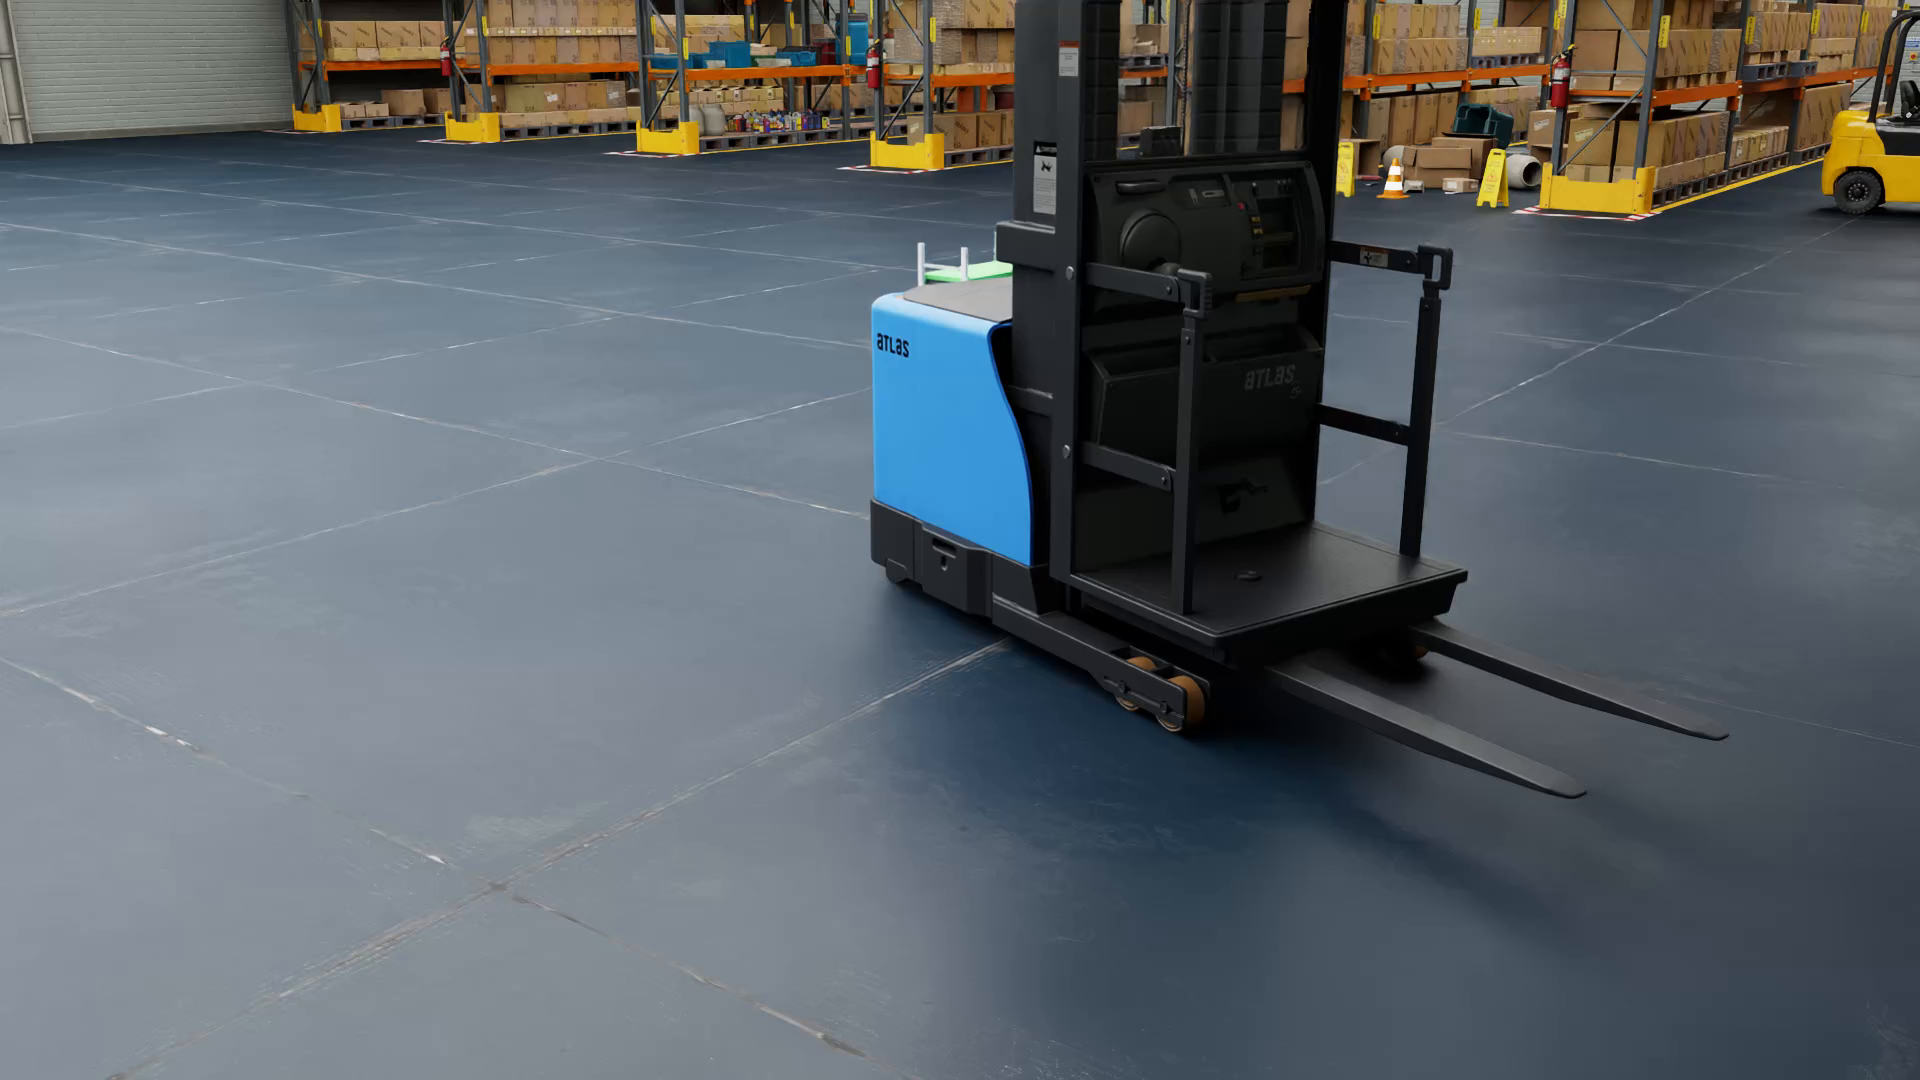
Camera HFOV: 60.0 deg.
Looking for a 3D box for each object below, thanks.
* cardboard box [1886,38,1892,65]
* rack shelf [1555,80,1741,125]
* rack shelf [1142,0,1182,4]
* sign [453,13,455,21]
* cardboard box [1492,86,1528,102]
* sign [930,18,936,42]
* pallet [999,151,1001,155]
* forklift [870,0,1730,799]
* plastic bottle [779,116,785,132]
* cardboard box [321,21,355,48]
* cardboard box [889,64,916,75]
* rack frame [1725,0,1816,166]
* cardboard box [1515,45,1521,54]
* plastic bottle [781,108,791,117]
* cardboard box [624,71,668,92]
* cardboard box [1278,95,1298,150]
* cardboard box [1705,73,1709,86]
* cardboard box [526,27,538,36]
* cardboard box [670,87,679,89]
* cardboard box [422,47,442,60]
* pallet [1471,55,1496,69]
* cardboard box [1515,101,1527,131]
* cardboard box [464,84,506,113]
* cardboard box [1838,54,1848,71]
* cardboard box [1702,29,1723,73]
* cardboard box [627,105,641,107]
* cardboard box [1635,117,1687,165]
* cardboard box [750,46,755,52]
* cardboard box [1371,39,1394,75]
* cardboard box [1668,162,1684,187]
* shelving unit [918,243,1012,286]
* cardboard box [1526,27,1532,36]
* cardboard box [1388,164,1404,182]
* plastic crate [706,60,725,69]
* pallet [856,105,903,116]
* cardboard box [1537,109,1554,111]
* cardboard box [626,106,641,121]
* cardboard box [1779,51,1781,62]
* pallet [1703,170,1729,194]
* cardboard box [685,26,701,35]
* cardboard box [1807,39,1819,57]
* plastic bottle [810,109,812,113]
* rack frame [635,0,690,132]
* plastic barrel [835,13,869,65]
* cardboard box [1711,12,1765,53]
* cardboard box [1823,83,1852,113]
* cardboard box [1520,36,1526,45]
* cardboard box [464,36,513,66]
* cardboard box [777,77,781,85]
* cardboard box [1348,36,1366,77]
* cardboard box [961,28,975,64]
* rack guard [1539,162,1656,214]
[{"bbox_3d":[16.284,-8.734,29.694,0.500,0.500,0.500,12,21,34],"label":"cardboard box"},{"bbox_3d":[8.329,-5.287,19.975,1.077,0.370,4.000,12,21,35],"label":"rack shelf"},{"bbox_3d":[3.542,-12.204,37.191,1.077,0.370,4.000,12,21,35],"label":"rack shelf"},{"bbox_3d":[-10.820,-11.134,35.638,0.100,0.325,0.005,12,21,35],"label":"sign"},{"bbox_3d":[9.694,-7.886,29.373,0.500,0.250,0.500,14,22,37],"label":"cardboard box"},{"bbox_3d":[-0.386,-7.223,23.536,0.100,0.325,0.005,12,21,35],"label":"sign"},{"bbox_3d":[1.190,-6.360,26.920,1.003,0.211,1.213,12,21,35],"label":"pallet"},{"bbox_3d":[0.907,-0.989,5.037,1.130,2.935,3.031,-11,21,-33],"label":"forklift"},{"bbox_3d":[-3.084,-7.218,28.839,0.097,0.271,0.097,0,17,0],"label":"plastic bottle"},{"bbox_3d":[-12.230,-9.888,32.532,0.500,0.500,0.500,12,21,35],"label":"cardboard box"},{"bbox_3d":[-0.818,-6.890,24.347,0.380,0.149,0.250,12,21,35],"label":"cardboard box"},{"bbox_3d":[11.904,-7.060,24.470,1.000,3.000,0.127,12,21,35],"label":"rack frame"},{"bbox_3d":[9.559,-8.566,29.037,0.380,0.149,0.250,11,21,32],"label":"cardboard box"},{"bbox_3d":[-3.115,-7.534,29.722,0.144,0.351,0.185,12,21,35],"label":"plastic bottle"},{"bbox_3d":[-7.446,-10.763,39.311,0.750,0.750,0.750,12,21,34],"label":"cardboard box"},{"bbox_3d":[3.975,-5.574,22.560,0.875,0.875,0.875,12,21,34],"label":"cardboard box"},{"bbox_3d":[8.795,-5.558,20.059,0.380,0.149,0.250,12,21,34],"label":"cardboard box"},{"bbox_3d":[-7.912,-9.252,30.267,0.380,0.149,0.250,12,21,34],"label":"cardboard box"},{"bbox_3d":[-5.777,-9.155,34.201,0.500,0.311,0.500,12,21,35],"label":"cardboard box"},{"bbox_3d":[-11.002,-10.016,34.209,0.500,0.250,0.500,12,21,34],"label":"cardboard box"},{"bbox_3d":[8.207,-8.007,27.845,1.213,0.211,1.003,12,21,35],"label":"pallet"},{"bbox_3d":[9.707,-7.527,29.481,0.500,0.500,0.500,12,21,33],"label":"cardboard box"},{"bbox_3d":[-8.695,-8.083,30.428,0.500,0.500,0.500,12,21,35],"label":"cardboard box"},{"bbox_3d":[13.918,-7.668,26.683,0.500,0.250,0.500,12,21,34],"label":"cardboard box"},{"bbox_3d":[8.849,-5.899,20.062,0.500,0.500,0.500,13,22,36],"label":"cardboard box"},{"bbox_3d":[-6.378,-8.647,33.510,0.500,0.250,0.500,12,21,34],"label":"cardboard box"},{"bbox_3d":[8.162,-4.674,19.452,0.500,0.500,0.500,11,21,33],"label":"cardboard box"},{"bbox_3d":[-4.697,-10.341,35.186,0.500,0.311,0.500,12,21,34],"label":"cardboard box"},{"bbox_3d":[6.014,-7.083,24.377,0.500,0.500,0.500,13,21,35],"label":"cardboard box"},{"bbox_3d":[8.150,-4.305,19.528,0.500,0.250,0.500,13,22,37],"label":"cardboard box"},{"bbox_3d":[0.089,-0.616,6.756,0.258,1.200,0.503,14,22,38],"label":"shelving unit"},{"bbox_3d":[9.854,-8.972,29.341,0.380,0.149,0.250,12,21,33],"label":"cardboard box"},{"bbox_3d":[5.940,-4.917,22.181,0.258,0.266,0.396,-16,23,-41],"label":"cardboard box"},{"bbox_3d":[-4.008,-7.811,27.334,0.298,0.136,0.250,12,21,35],"label":"plastic crate"},{"bbox_3d":[-2.080,-9.983,38.585,1.003,0.211,1.213,12,21,35],"label":"pallet"},{"bbox_3d":[10.725,-7.874,30.690,0.380,0.149,0.250,14,22,37],"label":"cardboard box"},{"bbox_3d":[-6.493,-8.348,32.547,0.500,0.250,0.500,12,21,35],"label":"cardboard box"},{"bbox_3d":[11.038,-6.638,22.826,0.380,0.149,0.250,12,21,33],"label":"cardboard box"},{"bbox_3d":[9.149,-4.609,21.281,1.003,0.211,1.213,12,21,35],"label":"pallet"},{"bbox_3d":[-6.574,-12.073,39.910,0.500,0.500,0.500,13,22,36],"label":"cardboard box"},{"bbox_3d":[12.404,-7.304,24.666,0.500,0.250,0.500,12,21,34],"label":"cardboard box"},{"bbox_3d":[-2.684,-7.500,29.611,0.144,0.351,0.185,12,21,35],"label":"plastic bottle"},{"bbox_3d":[-4.799,-7.781,26.792,1.000,3.000,0.127,12,21,35],"label":"rack frame"},{"bbox_3d":[-1.943,-9.011,29.909,0.600,0.901,0.708,12,21,35],"label":"plastic barrel"},{"bbox_3d":[10.030,-6.558,21.477,0.500,0.500,0.500,13,22,36],"label":"cardboard box"},{"bbox_3d":[13.982,-7.036,27.270,0.875,0.875,0.875,13,22,36],"label":"cardboard box"},{"bbox_3d":[9.707,-8.769,29.187,0.380,0.149,0.250,12,21,33],"label":"cardboard box"},{"bbox_3d":[-8.487,-8.813,29.949,0.700,0.500,0.500,12,21,35],"label":"cardboard box"},{"bbox_3d":[-4.776,-11.675,42.840,0.700,0.500,0.500,12,21,34],"label":"cardboard box"},{"bbox_3d":[5.275,-6.939,23.829,0.875,0.550,0.550,12,21,35],"label":"cardboard box"},{"bbox_3d":[-0.270,-7.362,24.772,0.875,0.500,0.500,12,21,35],"label":"cardboard box"},{"bbox_3d":[7.182,-3.979,18.763,1.175,0.500,0.348,12,21,35],"label":"rack guard"}]
